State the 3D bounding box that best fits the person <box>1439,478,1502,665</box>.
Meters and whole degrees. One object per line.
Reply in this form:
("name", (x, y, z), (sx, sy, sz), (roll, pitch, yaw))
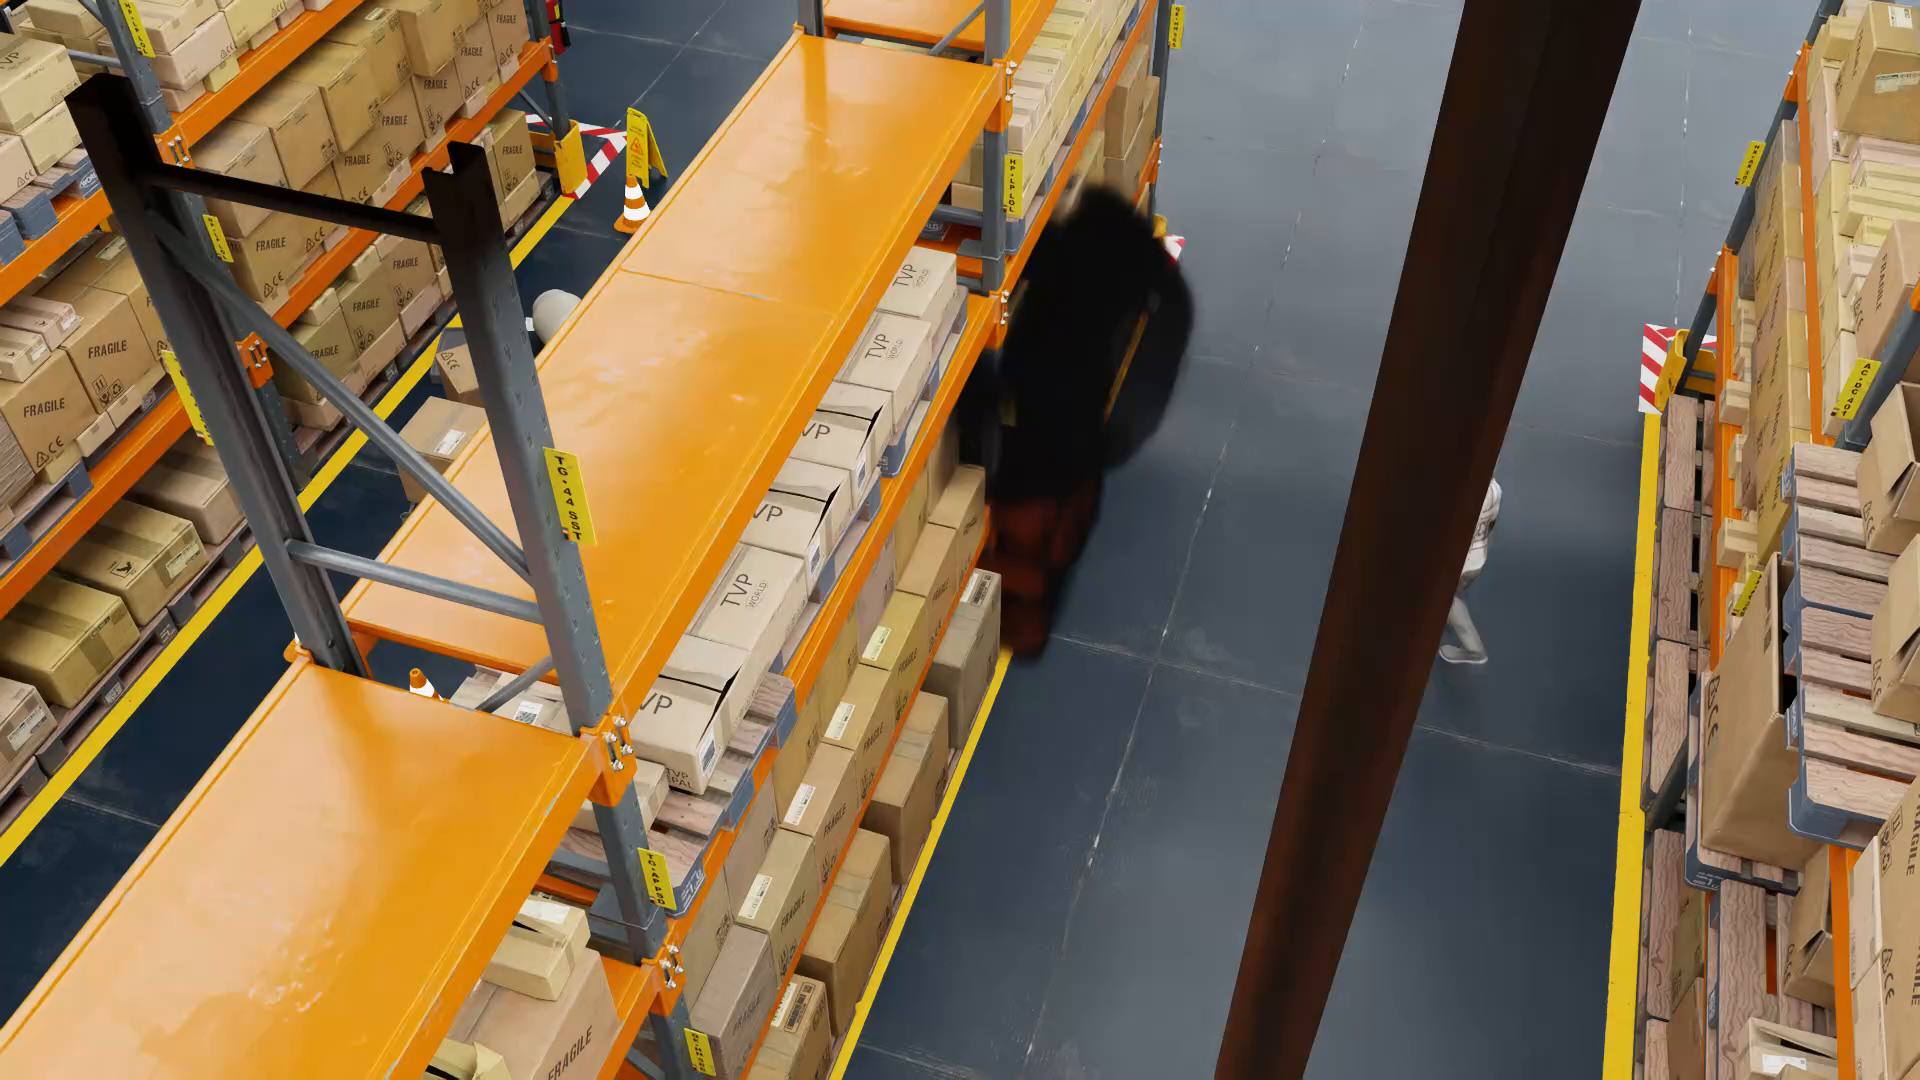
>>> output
("person", (2.890, 0.054, 9.724), (0.493, 1.462, 0.794), (-14, 47, -13))
